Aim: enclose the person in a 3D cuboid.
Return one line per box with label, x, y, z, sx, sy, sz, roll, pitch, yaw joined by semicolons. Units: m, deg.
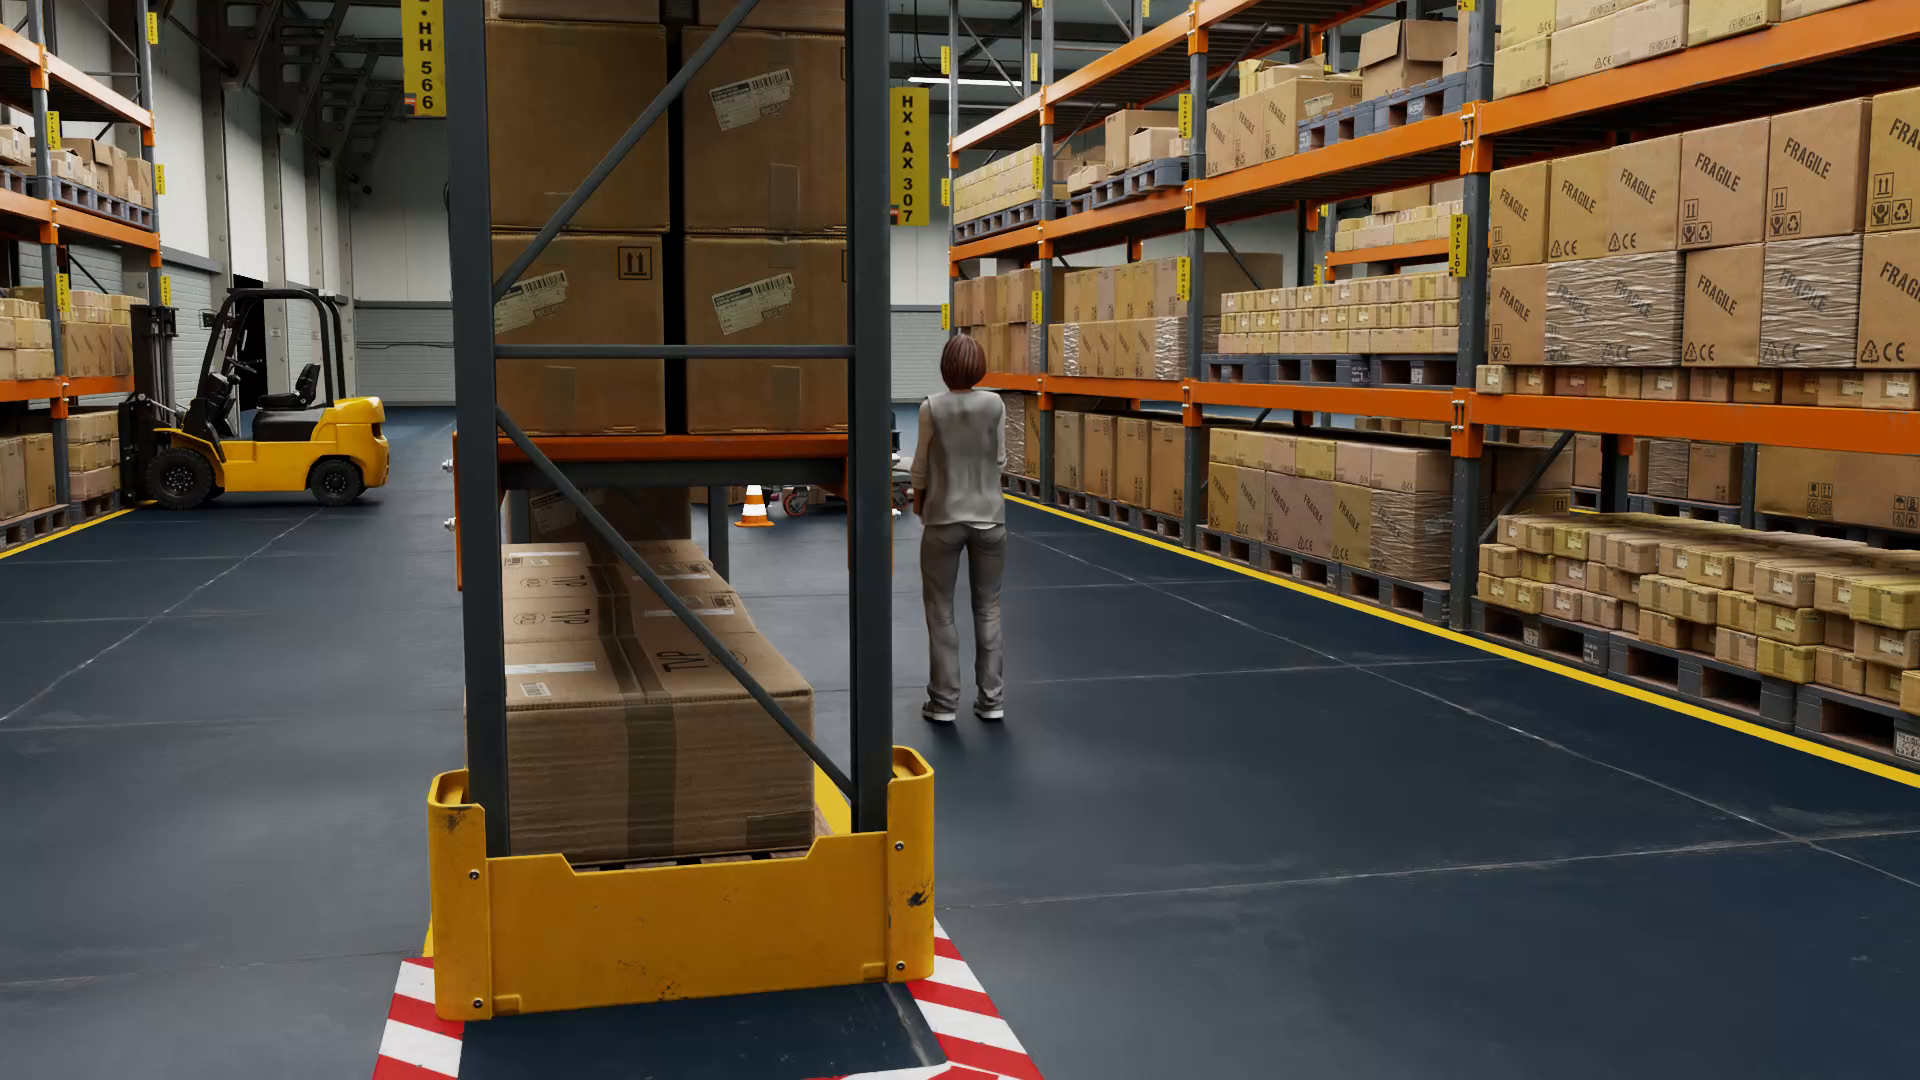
person;-0.007;-0.056;6.902;0.404;1.590;0.492;-1;6;-13
